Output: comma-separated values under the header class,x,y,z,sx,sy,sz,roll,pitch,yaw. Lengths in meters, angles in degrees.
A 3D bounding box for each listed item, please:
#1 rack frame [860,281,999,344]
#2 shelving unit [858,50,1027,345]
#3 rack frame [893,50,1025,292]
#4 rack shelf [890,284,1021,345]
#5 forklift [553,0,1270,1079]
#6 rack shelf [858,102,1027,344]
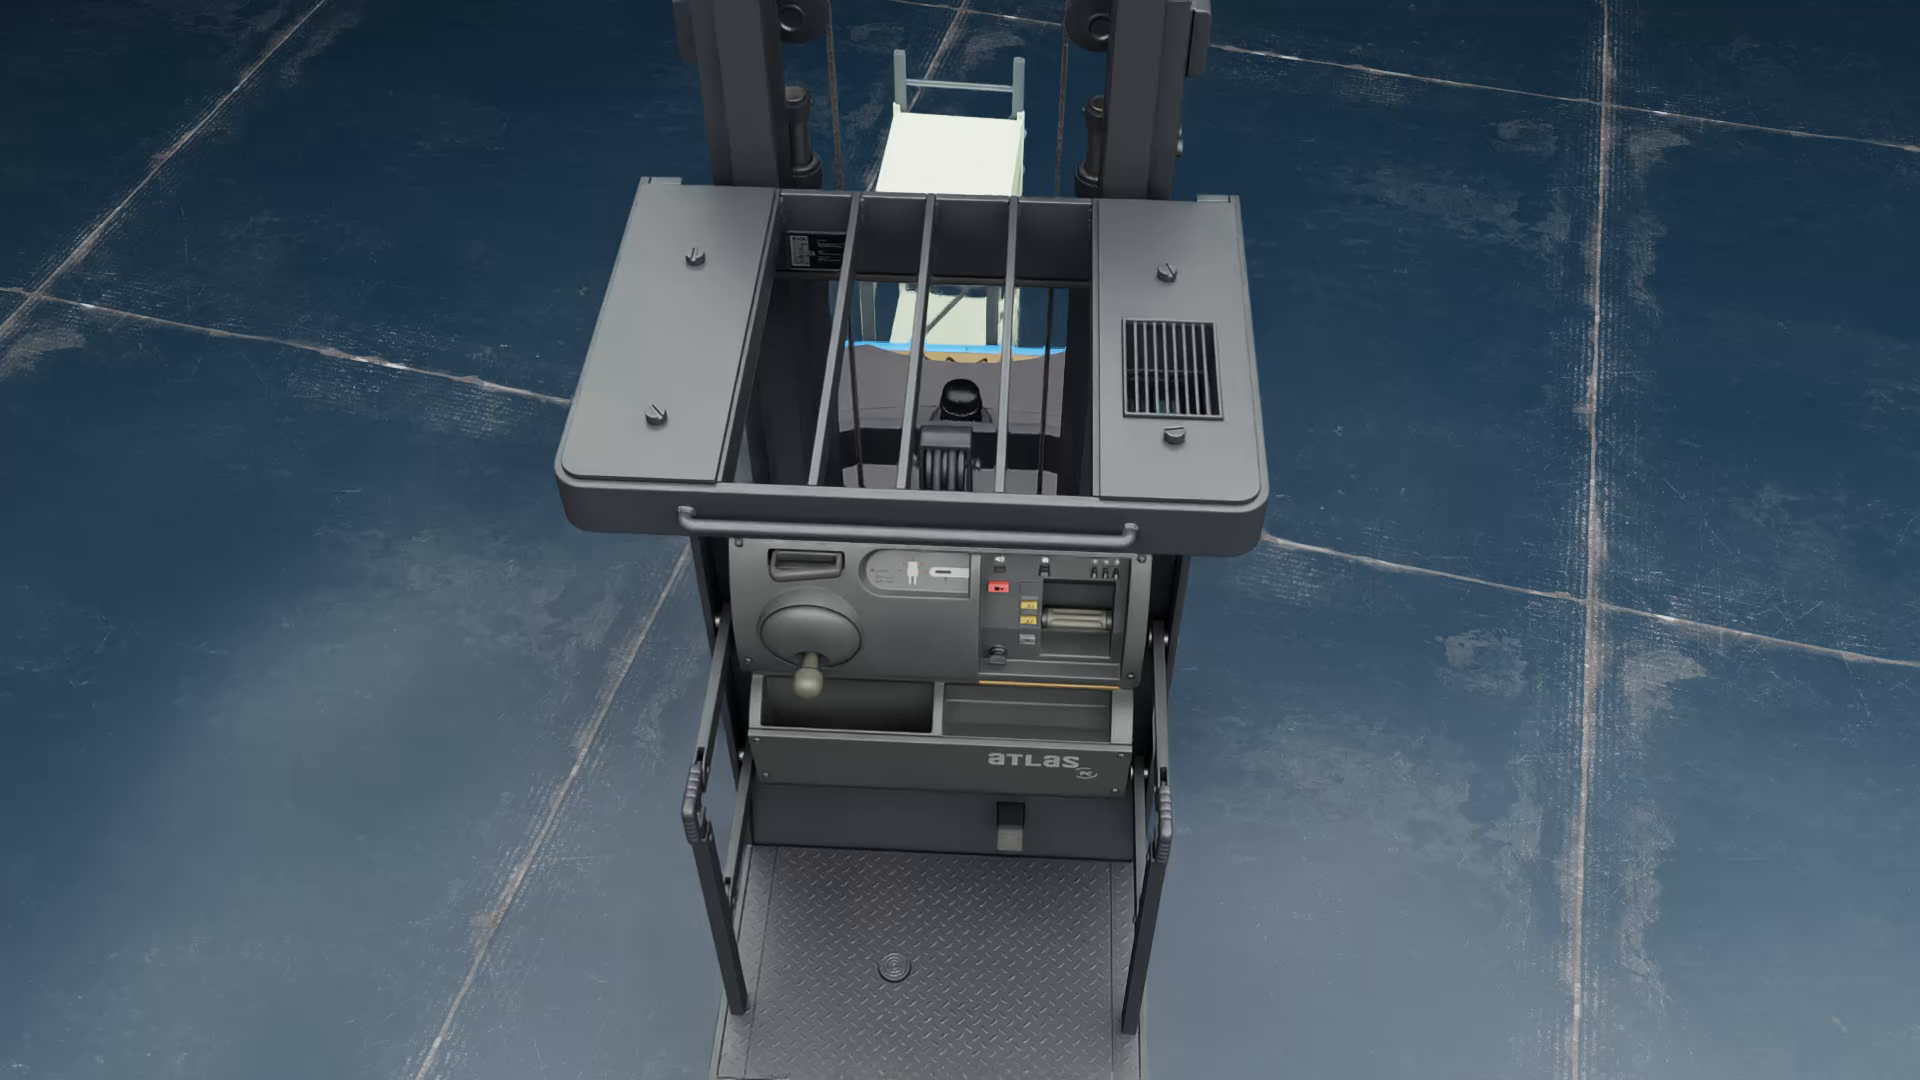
class,x,y,z,sx,sy,sz,roll,pitch,yaw
rack frame,-0.087,-0.428,5.128,0.400,1.500,0.023,5,49,4
shelving unit,-0.045,-0.701,5.368,0.431,1.500,0.755,5,49,4
rack frame,-0.003,-0.973,5.609,0.400,1.500,0.023,5,49,4
rack shelf,-0.045,-0.485,5.613,0.431,0.370,0.720,5,49,4
forklift,-0.055,0.271,3.556,1.130,2.935,3.031,2,49,2
rack shelf,-0.045,-0.959,5.076,0.431,0.370,0.720,5,49,4
